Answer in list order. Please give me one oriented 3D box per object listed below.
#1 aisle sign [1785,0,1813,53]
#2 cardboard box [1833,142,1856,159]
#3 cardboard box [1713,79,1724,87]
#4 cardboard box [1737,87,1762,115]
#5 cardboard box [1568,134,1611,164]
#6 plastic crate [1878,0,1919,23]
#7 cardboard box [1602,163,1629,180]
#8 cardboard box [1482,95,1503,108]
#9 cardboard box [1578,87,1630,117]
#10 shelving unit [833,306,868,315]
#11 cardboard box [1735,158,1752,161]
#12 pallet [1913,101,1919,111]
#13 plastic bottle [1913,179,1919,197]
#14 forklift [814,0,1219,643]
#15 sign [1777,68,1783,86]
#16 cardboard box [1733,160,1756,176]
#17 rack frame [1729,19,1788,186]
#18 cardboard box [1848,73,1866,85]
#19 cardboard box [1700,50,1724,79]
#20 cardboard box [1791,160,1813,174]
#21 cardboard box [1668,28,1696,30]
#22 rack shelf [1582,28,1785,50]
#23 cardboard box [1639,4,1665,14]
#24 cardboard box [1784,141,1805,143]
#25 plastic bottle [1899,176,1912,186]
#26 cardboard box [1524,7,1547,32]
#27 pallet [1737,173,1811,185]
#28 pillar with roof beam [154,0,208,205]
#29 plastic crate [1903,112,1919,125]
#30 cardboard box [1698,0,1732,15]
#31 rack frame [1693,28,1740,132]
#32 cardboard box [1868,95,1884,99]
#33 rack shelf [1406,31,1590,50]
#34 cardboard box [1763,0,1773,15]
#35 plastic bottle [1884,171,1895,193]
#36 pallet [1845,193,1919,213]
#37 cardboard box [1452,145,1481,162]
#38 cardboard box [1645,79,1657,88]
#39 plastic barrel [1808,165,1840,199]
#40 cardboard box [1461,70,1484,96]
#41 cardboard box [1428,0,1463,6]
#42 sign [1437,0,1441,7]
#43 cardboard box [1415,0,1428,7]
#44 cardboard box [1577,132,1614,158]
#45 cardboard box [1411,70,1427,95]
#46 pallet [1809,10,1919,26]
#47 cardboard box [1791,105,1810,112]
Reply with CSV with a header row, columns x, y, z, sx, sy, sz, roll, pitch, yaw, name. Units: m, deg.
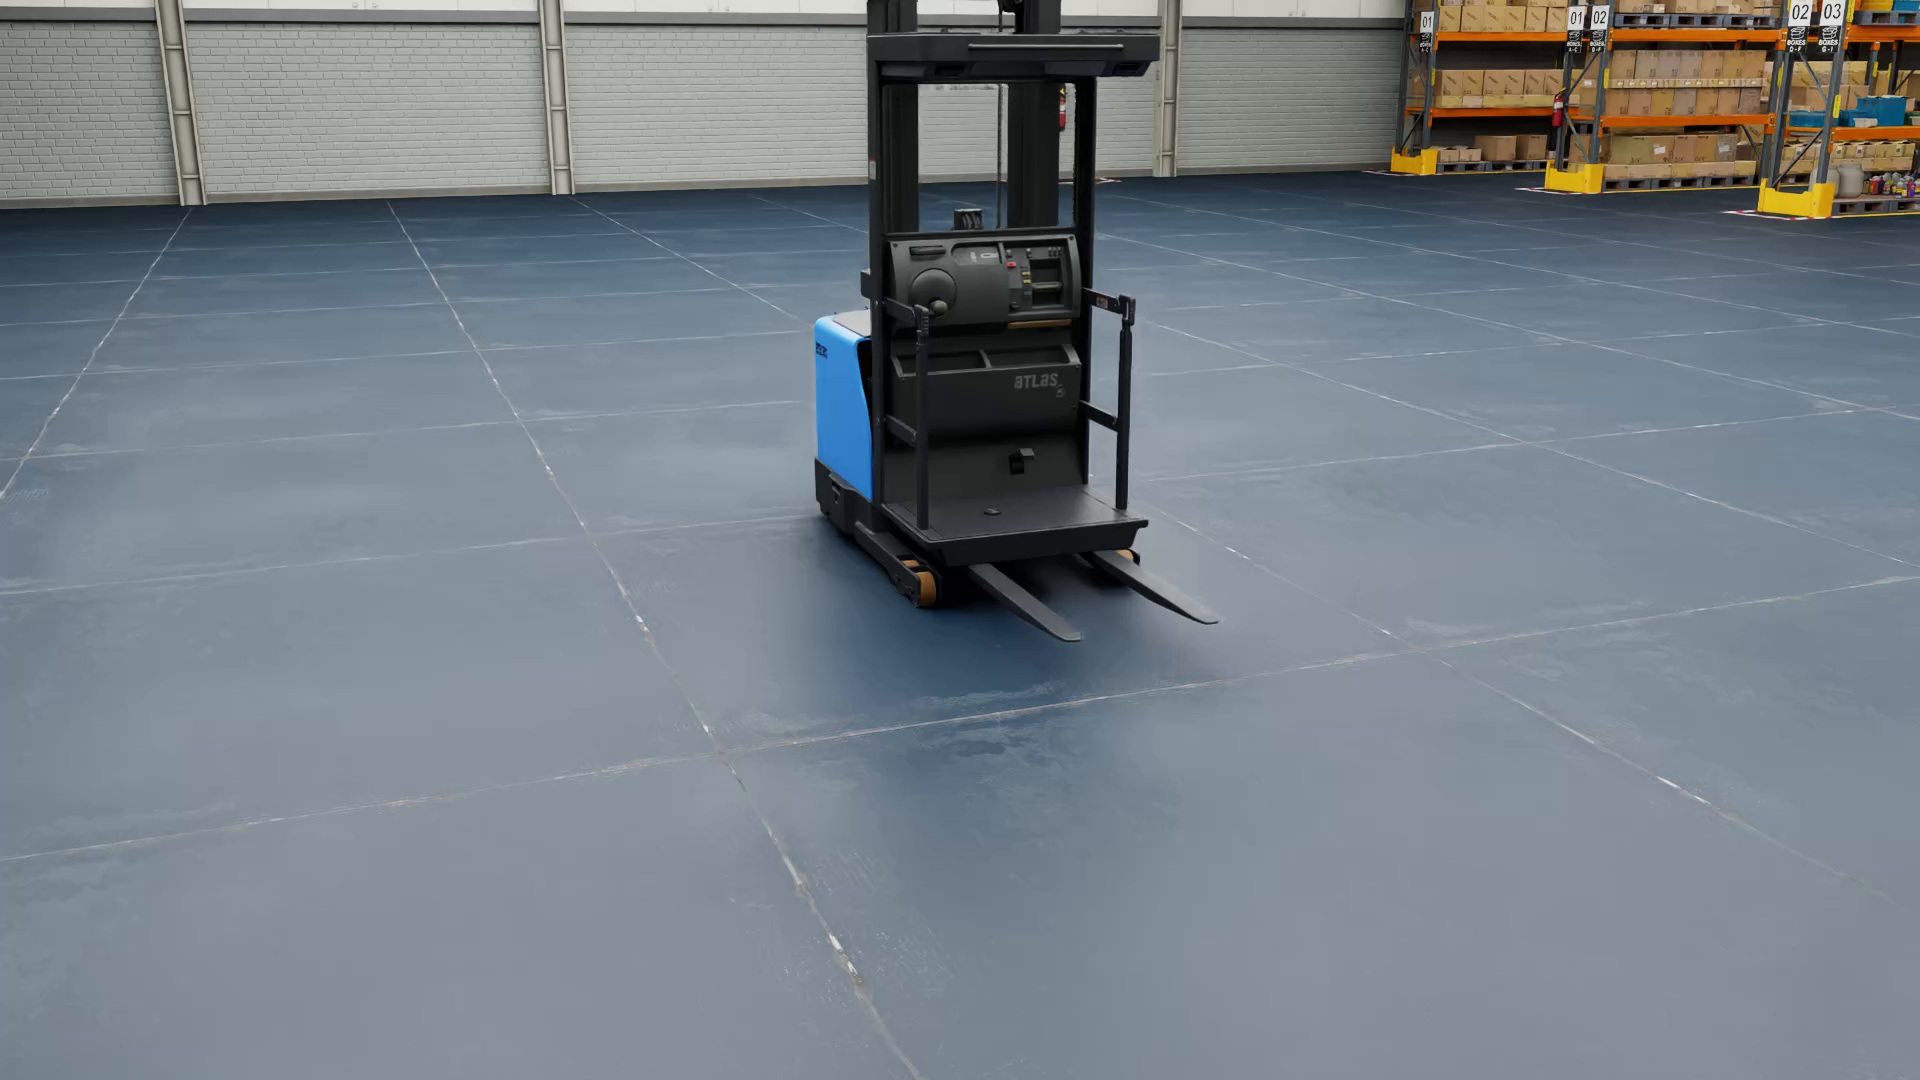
x,y,z,sx,sy,sz,roll,pitch,yaw,name
12.768,-7.827,25.315,0.004,0.787,0.394,-6,17,-20,aisle sign
16.818,-7.499,31.949,0.500,0.311,0.500,-6,17,-19,cardboard box
13.780,-8.389,30.513,0.250,0.149,0.380,-6,17,-20,cardboard box
14.496,-8.217,31.080,0.500,0.500,0.700,-7,18,-22,cardboard box
11.567,-7.187,30.552,0.500,0.500,0.500,-6,17,-20,cardboard box
14.615,-8.212,25.943,0.575,0.384,0.392,-6,17,-20,plastic crate
11.753,-6.690,30.192,0.500,0.250,0.500,-6,17,-20,cardboard box
10.924,-9.125,34.578,0.500,0.250,0.500,-6,18,-21,cardboard box
11.613,-7.904,30.013,0.500,0.500,0.700,-6,17,-20,cardboard box
-0.523,-0.767,9.329,0.215,1.050,0.252,11,20,41,shelving unit
15.192,-7.216,31.982,0.500,0.250,0.500,-6,18,-21,cardboard box
19.251,-8.614,32.948,1.003,0.211,1.213,-6,17,-20,pallet
15.066,-5.546,26.223,0.097,0.271,0.097,0,16,0,plastic bottle
0.202,-1.231,7.589,1.130,2.935,3.031,-6,17,-20,forklift
15.108,-8.523,30.622,0.005,0.325,0.100,-6,17,-20,sign
14.553,-6.994,31.225,0.500,0.250,0.500,-6,17,-20,cardboard box
14.908,-8.216,31.252,0.127,3.000,1.000,-6,17,-20,rack frame
20.262,-10.413,37.992,0.500,0.500,0.500,-6,18,-21,cardboard box
13.557,-8.738,30.551,0.500,0.500,0.700,-6,17,-20,cardboard box
15.851,-7.125,31.671,0.500,0.250,0.500,-6,17,-19,cardboard box
15.624,-11.314,36.260,0.637,0.503,0.797,-4,17,-12,cardboard box
13.041,-9.108,30.244,4.000,0.370,1.077,-6,17,-20,rack shelf
12.335,-9.472,29.659,0.250,0.149,0.380,-6,17,-20,cardboard box
16.134,-7.587,32.251,0.500,0.311,0.500,-6,17,-20,cardboard box
15.278,-5.746,26.894,0.135,0.276,0.152,-6,17,-20,plastic bottle
11.768,-10.786,34.468,0.500,0.500,0.500,-7,18,-22,cardboard box
15.582,-6.962,31.933,1.213,0.211,1.003,-6,17,-20,pallet
-11.129,-8.740,22.389,0.400,9.000,9.100,-6,17,-20,pillar with roof beam
15.308,-6.748,26.629,0.662,0.188,0.450,-6,17,-20,plastic crate
13.839,-9.845,30.641,0.500,0.311,0.500,-7,18,-23,cardboard box
16.867,-9.922,37.062,0.127,3.000,1.000,-6,17,-20,rack frame
17.739,-8.537,32.504,0.500,0.311,0.500,-6,18,-21,cardboard box
11.265,-10.411,34.681,4.000,0.370,1.077,-6,17,-20,rack shelf
17.775,-11.752,37.011,0.500,0.500,0.700,-7,18,-23,cardboard box
15.028,-5.799,26.944,0.185,0.351,0.144,-5,17,-18,plastic bottle
14.894,-5.393,26.590,1.213,0.211,1.003,-6,17,-20,pallet
10.608,-8.140,34.985,0.500,0.311,0.500,-5,17,-15,cardboard box
12.332,-8.232,29.977,0.250,0.149,0.380,-6,18,-21,cardboard box
13.529,-5.603,26.025,0.421,0.512,0.421,0,16,0,plastic barrel
10.415,-9.429,34.284,0.500,0.500,0.500,-6,17,-20,cardboard box
9.844,-11.067,33.650,0.500,0.500,0.500,-8,18,-24,cardboard box
9.591,-10.831,33.284,0.005,0.325,0.100,-6,17,-20,sign
9.706,-11.204,34.118,0.500,0.500,0.500,-5,17,-18,cardboard box
13.813,-8.609,36.247,0.500,0.500,0.700,-6,17,-18,cardboard box
9.761,-9.516,34.581,0.500,0.500,0.500,-6,18,-21,cardboard box
13.749,-7.915,25.240,1.213,0.211,1.003,-6,17,-20,pallet
15.809,-8.131,31.408,0.250,0.149,0.380,-6,17,-20,cardboard box
